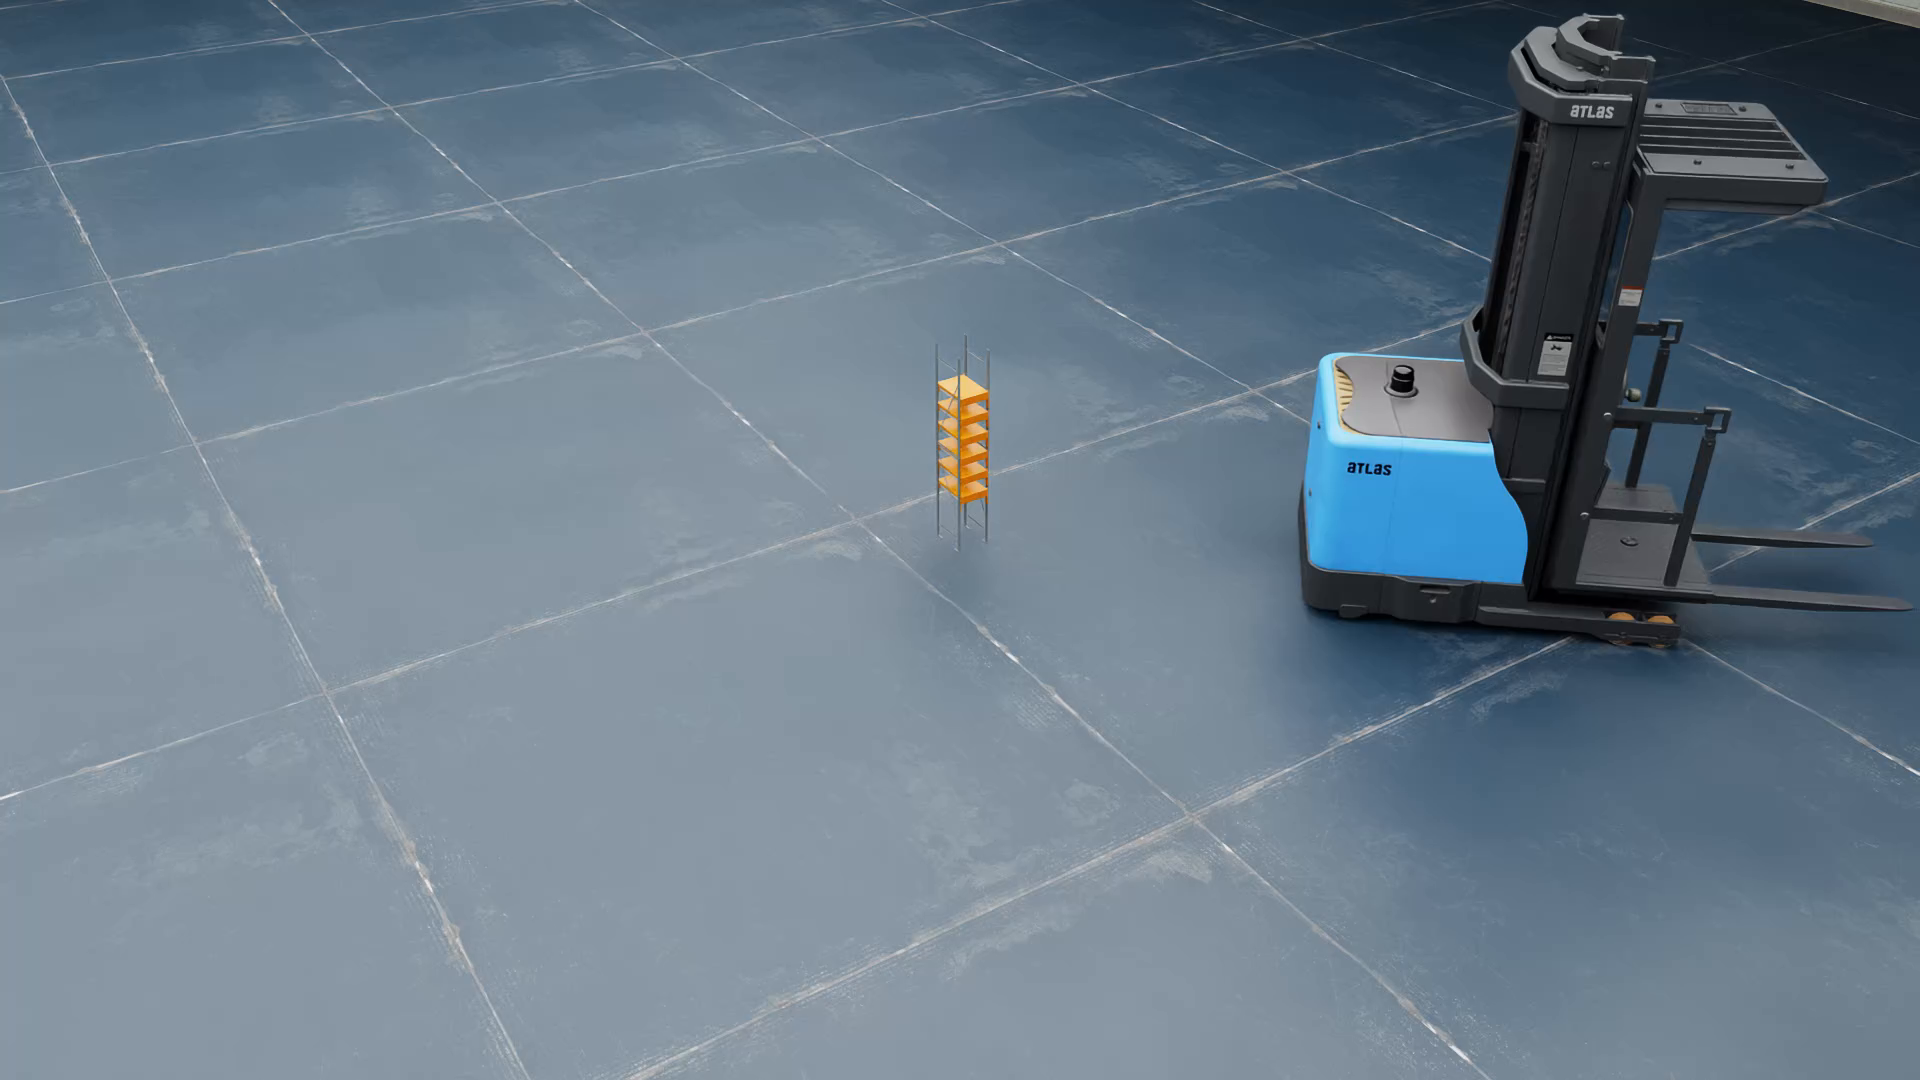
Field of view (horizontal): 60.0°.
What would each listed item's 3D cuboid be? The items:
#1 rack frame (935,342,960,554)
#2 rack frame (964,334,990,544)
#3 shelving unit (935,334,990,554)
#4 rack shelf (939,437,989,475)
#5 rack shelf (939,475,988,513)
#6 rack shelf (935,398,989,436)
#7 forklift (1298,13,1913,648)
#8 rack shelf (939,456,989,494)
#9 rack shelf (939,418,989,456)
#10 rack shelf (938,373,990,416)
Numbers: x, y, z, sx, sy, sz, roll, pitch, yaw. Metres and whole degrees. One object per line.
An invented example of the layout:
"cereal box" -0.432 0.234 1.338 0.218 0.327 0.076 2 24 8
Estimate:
"rack frame" -0.065 -0.485 9.016 0.006 1.200 0.240 -19 37 -27
"rack frame" 0.089 -0.538 9.100 0.006 1.200 0.240 -19 37 -27
"shelving unit" 0.012 -0.512 9.058 0.189 1.200 0.258 -19 37 -27
"rack shelf" 0.012 -0.474 9.082 0.180 0.103 0.258 -19 37 -27
"rack shelf" 0.012 -0.271 9.210 0.180 0.103 0.258 -19 37 -27
"rack shelf" 0.012 -0.677 8.954 0.180 0.103 0.258 -19 37 -27
"forklift" 3.365 -0.990 8.194 3.031 2.935 1.130 4 32 7
"rack shelf" 0.012 -0.373 9.146 0.180 0.103 0.258 -19 37 -27
"rack shelf" 0.012 -0.576 9.018 0.180 0.103 0.258 -19 37 -27
"rack shelf" 0.012 -0.779 8.890 0.180 0.103 0.258 -19 37 -27
